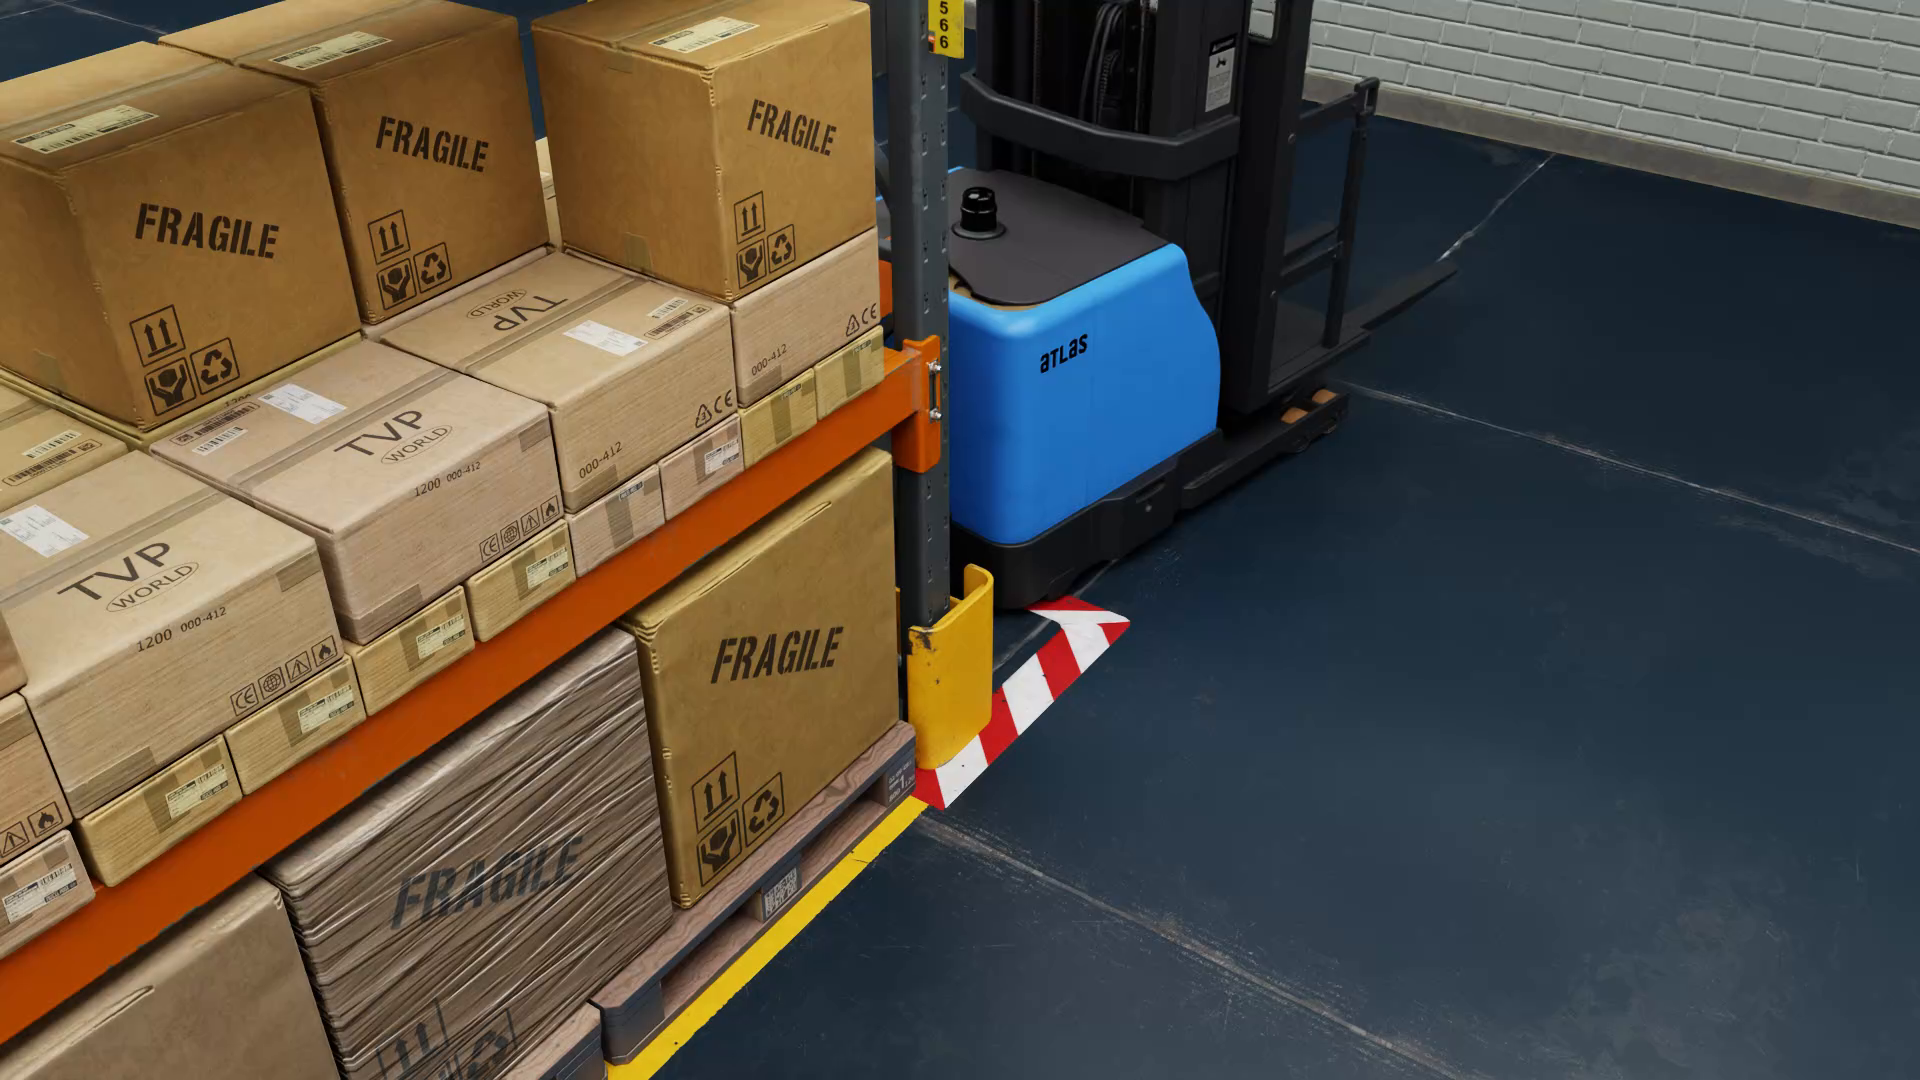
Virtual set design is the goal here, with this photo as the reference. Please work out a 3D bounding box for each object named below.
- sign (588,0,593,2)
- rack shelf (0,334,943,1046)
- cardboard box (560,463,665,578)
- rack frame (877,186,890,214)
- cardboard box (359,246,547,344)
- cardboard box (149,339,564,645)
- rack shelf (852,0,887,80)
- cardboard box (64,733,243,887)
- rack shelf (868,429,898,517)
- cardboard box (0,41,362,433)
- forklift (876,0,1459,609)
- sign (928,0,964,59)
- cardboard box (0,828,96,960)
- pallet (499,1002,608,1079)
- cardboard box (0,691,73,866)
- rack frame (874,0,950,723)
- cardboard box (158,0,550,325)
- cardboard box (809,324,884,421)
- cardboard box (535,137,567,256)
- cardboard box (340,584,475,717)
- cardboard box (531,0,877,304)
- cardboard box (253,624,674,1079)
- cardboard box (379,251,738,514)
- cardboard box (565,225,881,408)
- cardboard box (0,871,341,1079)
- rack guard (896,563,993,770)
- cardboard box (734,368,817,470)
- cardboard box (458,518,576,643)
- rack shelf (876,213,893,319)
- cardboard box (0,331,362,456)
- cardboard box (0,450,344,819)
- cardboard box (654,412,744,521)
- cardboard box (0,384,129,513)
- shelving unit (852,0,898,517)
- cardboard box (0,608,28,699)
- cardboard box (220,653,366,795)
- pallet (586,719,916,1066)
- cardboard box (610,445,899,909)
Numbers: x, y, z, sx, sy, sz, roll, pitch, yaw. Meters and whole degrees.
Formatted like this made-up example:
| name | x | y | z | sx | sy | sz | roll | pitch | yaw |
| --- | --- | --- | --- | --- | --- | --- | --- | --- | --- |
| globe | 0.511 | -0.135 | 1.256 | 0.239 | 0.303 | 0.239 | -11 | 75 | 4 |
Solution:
| name | x | y | z | sx | sy | sz | roll | pitch | yaw |
| --- | --- | --- | --- | --- | --- | --- | --- | --- | --- |
| sign | -0.924 | -1.394 | 4.290 | 0.100 | 0.325 | 0.005 | 21 | 39 | 28 |
| rack shelf | -1.612 | 0.396 | 3.129 | 1.077 | 0.370 | 4.000 | 21 | 39 | 28 |
| cardboard box | -0.839 | -0.099 | 3.443 | 0.380 | 0.149 | 0.250 | 22 | 40 | 29 |
| rack frame | -0.269 | -0.816 | 5.029 | 0.400 | 2.100 | 0.015 | 23 | 45 | 31 |
| cardboard box | -1.258 | -0.508 | 3.692 | 0.500 | 0.250 | 0.500 | 21 | 39 | 28 |
| cardboard box | -1.110 | -0.108 | 3.101 | 0.500 | 0.250 | 0.500 | 20 | 39 | 27 |
| rack shelf | -0.456 | -1.237 | 4.465 | 0.431 | 0.518 | 0.480 | 23 | 45 | 31 |
| cardboard box | -1.423 | 0.374 | 2.743 | 0.380 | 0.149 | 0.250 | 20 | 39 | 27 |
| rack shelf | -0.379 | -0.127 | 5.314 | 0.431 | 0.518 | 0.480 | 23 | 45 | 31 |
| cardboard box | -1.543 | -0.589 | 3.143 | 0.500 | 0.500 | 0.500 | 20 | 39 | 27 |
| forklift | 0.836 | -1.722 | 5.680 | 1.130 | 2.935 | 3.031 | 29 | 43 | 35 |
| sign | -0.034 | -1.221 | 3.632 | 0.100 | 0.325 | 0.005 | 21 | 39 | 28 |
| cardboard box | -1.572 | 0.496 | 2.564 | 0.380 | 0.149 | 0.250 | 22 | 40 | 29 |
| pallet | -1.559 | 1.285 | 3.662 | 1.003 | 0.211 | 1.213 | 21 | 39 | 28 |
| cardboard box | -1.691 | 0.357 | 2.413 | 0.500 | 0.250 | 0.500 | 22 | 40 | 29 |
| rack frame | -0.472 | -0.823 | 4.289 | 1.000 | 3.000 | 0.127 | 21 | 39 | 28 |
| cardboard box | -1.252 | -0.830 | 3.498 | 0.500 | 0.500 | 0.500 | 20 | 39 | 27 |
| cardboard box | -0.404 | -0.450 | 3.961 | 0.380 | 0.149 | 0.250 | 22 | 40 | 29 |
| cardboard box | -0.967 | -0.749 | 4.048 | 0.500 | 0.250 | 0.500 | 20 | 39 | 27 |
| cardboard box | -1.133 | 0.140 | 3.089 | 0.380 | 0.149 | 0.250 | 21 | 40 | 28 |
| cardboard box | -0.533 | -0.886 | 3.582 | 0.500 | 0.500 | 0.500 | 22 | 40 | 29 |
| cardboard box | -1.290 | 0.622 | 3.674 | 0.875 | 0.875 | 0.875 | 21 | 39 | 28 |
| cardboard box | -0.820 | -0.343 | 3.448 | 0.500 | 0.250 | 0.500 | 21 | 39 | 27 |
| cardboard box | -0.530 | -0.576 | 3.792 | 0.500 | 0.250 | 0.500 | 21 | 39 | 27 |
| cardboard box | -1.797 | 1.032 | 3.068 | 0.875 | 0.875 | 0.875 | 21 | 39 | 28 |
| rack guard | -0.458 | 0.202 | 5.005 | 1.175 | 0.500 | 0.348 | 21 | 39 | 28 |
| cardboard box | -0.551 | -0.329 | 3.784 | 0.380 | 0.149 | 0.250 | 22 | 40 | 29 |
| cardboard box | -0.985 | 0.021 | 3.266 | 0.380 | 0.149 | 0.250 | 20 | 39 | 27 |
| rack shelf | -0.418 | -0.682 | 4.889 | 0.431 | 0.518 | 0.480 | 23 | 45 | 31 |
| cardboard box | -1.547 | -0.278 | 3.351 | 0.500 | 0.250 | 0.500 | 20 | 39 | 27 |
| cardboard box | -1.403 | 0.133 | 2.745 | 0.500 | 0.250 | 0.500 | 21 | 40 | 28 |
| cardboard box | -0.696 | -0.214 | 3.613 | 0.380 | 0.149 | 0.250 | 21 | 40 | 28 |
| cardboard box | -1.841 | -0.036 | 2.994 | 0.500 | 0.250 | 0.500 | 20 | 39 | 27 |
| shelving unit | -0.418 | -0.693 | 4.881 | 0.431 | 2.100 | 0.503 | 23 | 45 | 31 |
| cardboard box | -1.689 | 0.043 | 2.208 | 0.500 | 0.500 | 0.500 | 20 | 39 | 27 |
| cardboard box | -1.276 | 0.254 | 2.921 | 0.380 | 0.149 | 0.250 | 22 | 40 | 29 |
| pallet | -0.863 | 0.725 | 4.489 | 1.003 | 0.211 | 1.213 | 21 | 39 | 28 |
| cardboard box | -0.771 | 0.204 | 4.293 | 0.875 | 0.875 | 0.875 | 21 | 39 | 28 |
